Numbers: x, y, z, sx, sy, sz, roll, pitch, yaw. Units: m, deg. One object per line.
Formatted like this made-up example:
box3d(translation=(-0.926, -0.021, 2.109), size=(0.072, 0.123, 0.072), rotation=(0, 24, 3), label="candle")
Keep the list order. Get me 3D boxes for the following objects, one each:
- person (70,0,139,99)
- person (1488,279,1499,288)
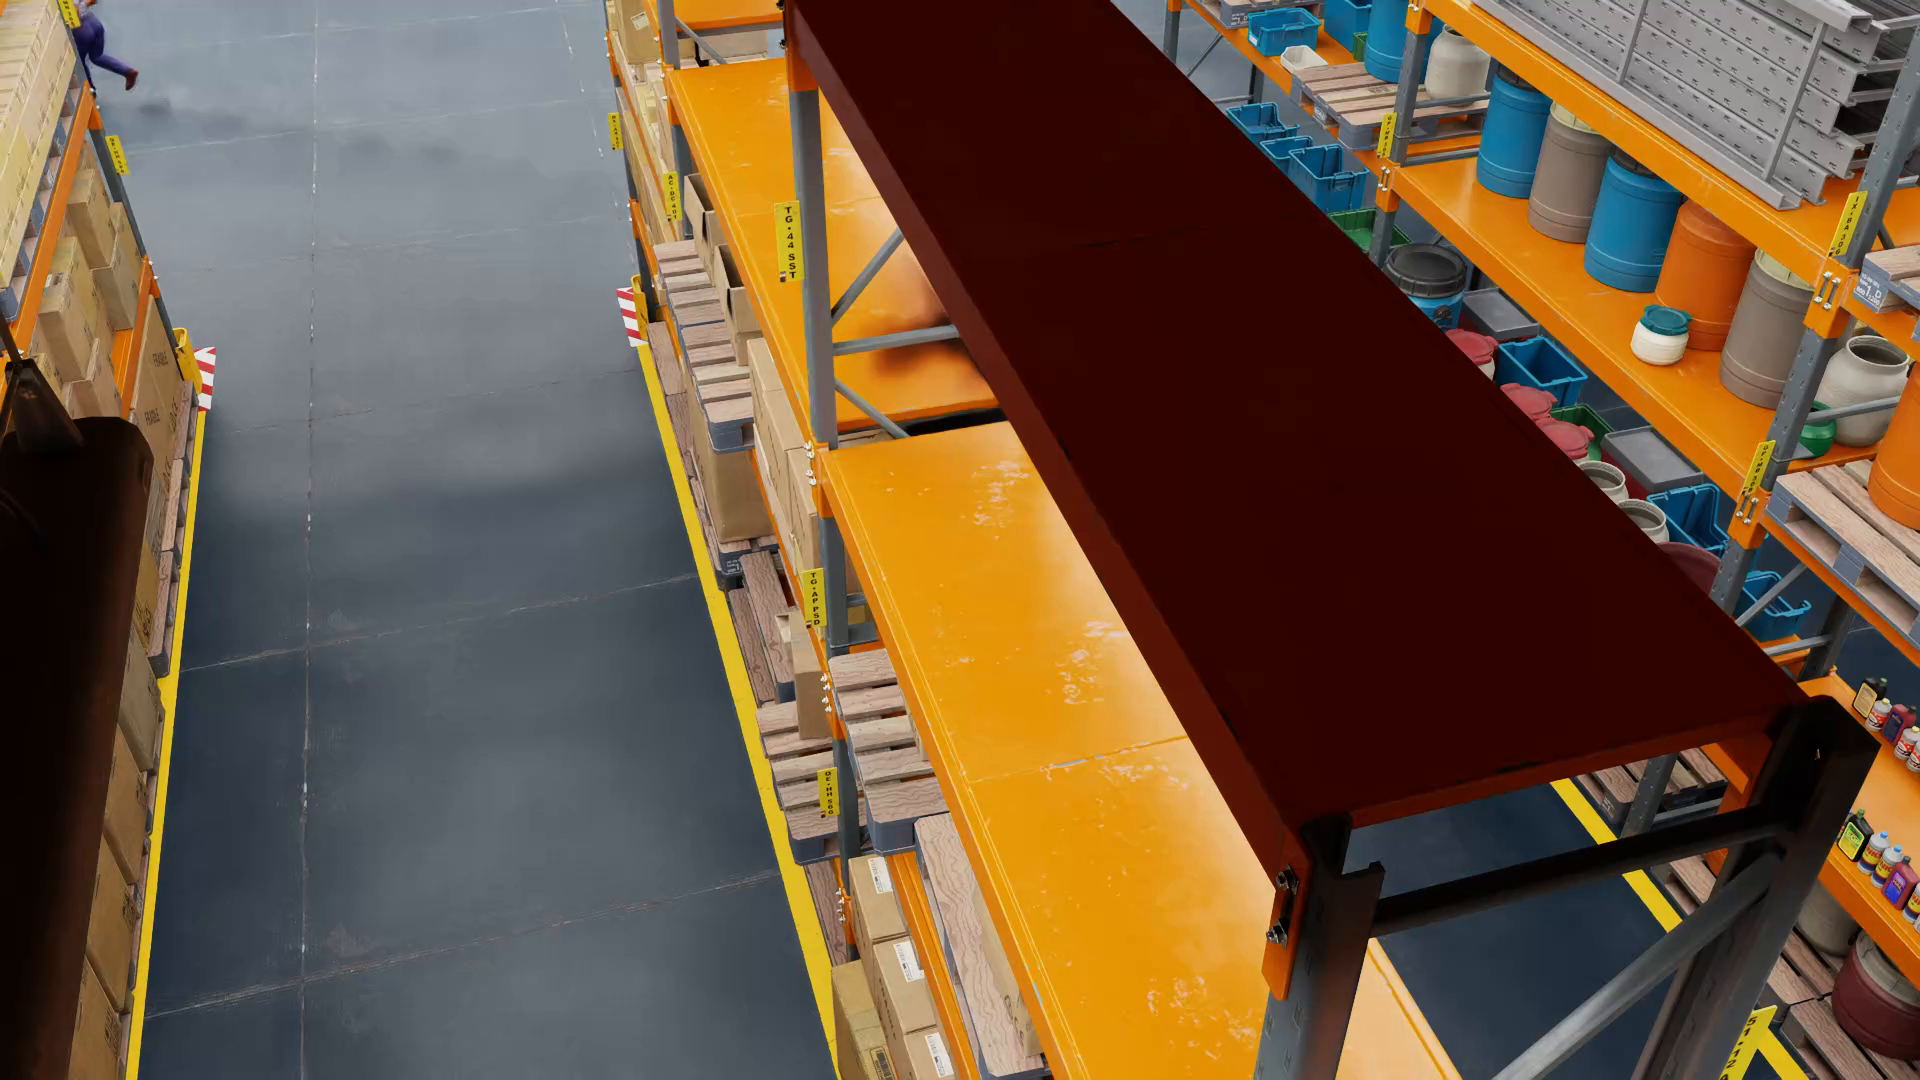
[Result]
box3d(translation=(-9.853, -5.723, 18.746), size=(0.849, 1.639, 0.607), rotation=(6, 39, 8), label="person")
box3d(translation=(4.677, -2.334, 14.420), size=(0.600, 1.743, 0.751), rotation=(-9, 39, -11), label="person")
